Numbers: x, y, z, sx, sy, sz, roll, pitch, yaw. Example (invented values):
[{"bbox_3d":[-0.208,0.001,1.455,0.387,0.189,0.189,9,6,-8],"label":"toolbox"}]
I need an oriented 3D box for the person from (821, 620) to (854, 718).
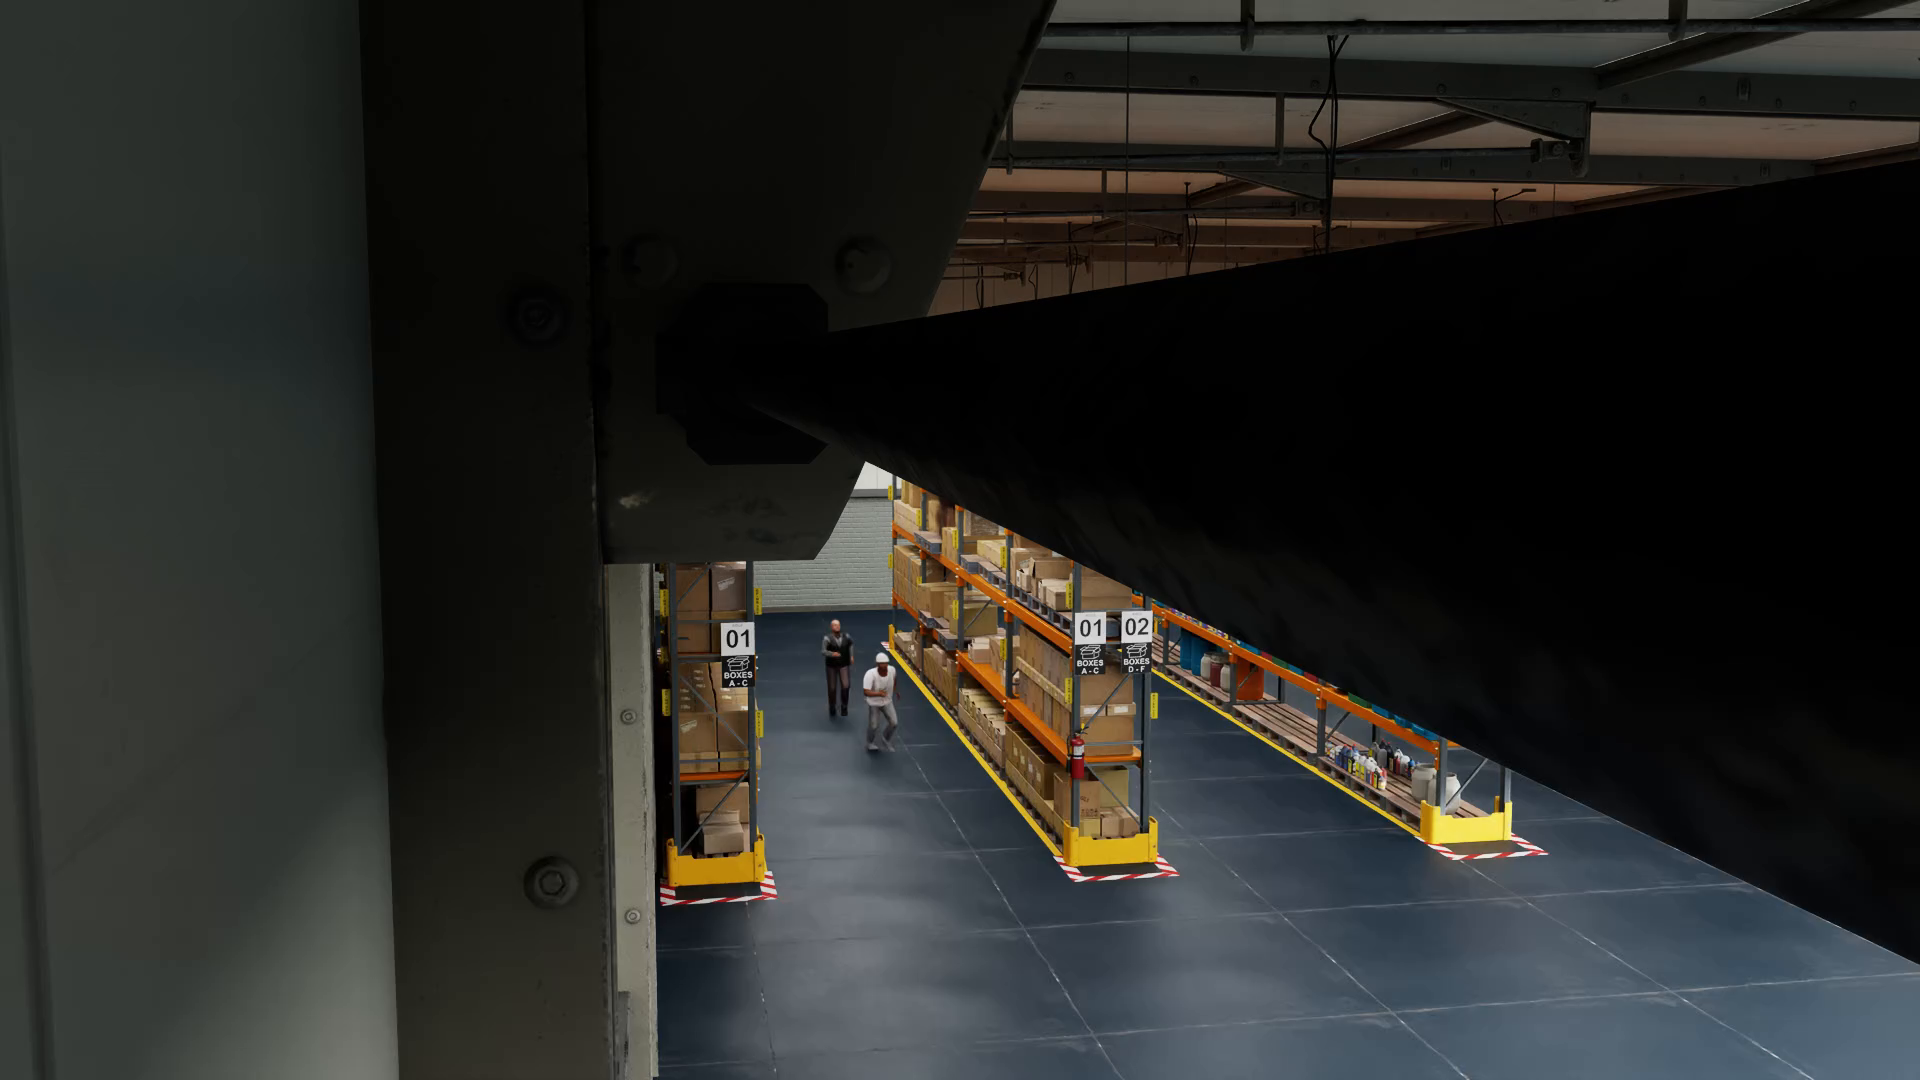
[{"bbox_3d":[-2.164,2.290,29.587,0.622,1.755,0.736,-1,6,-11],"label":"person"}]

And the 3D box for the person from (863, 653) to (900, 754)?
[{"bbox_3d":[-1.256,2.612,26.672,0.719,1.670,0.935,-3,7,-25],"label":"person"}]
